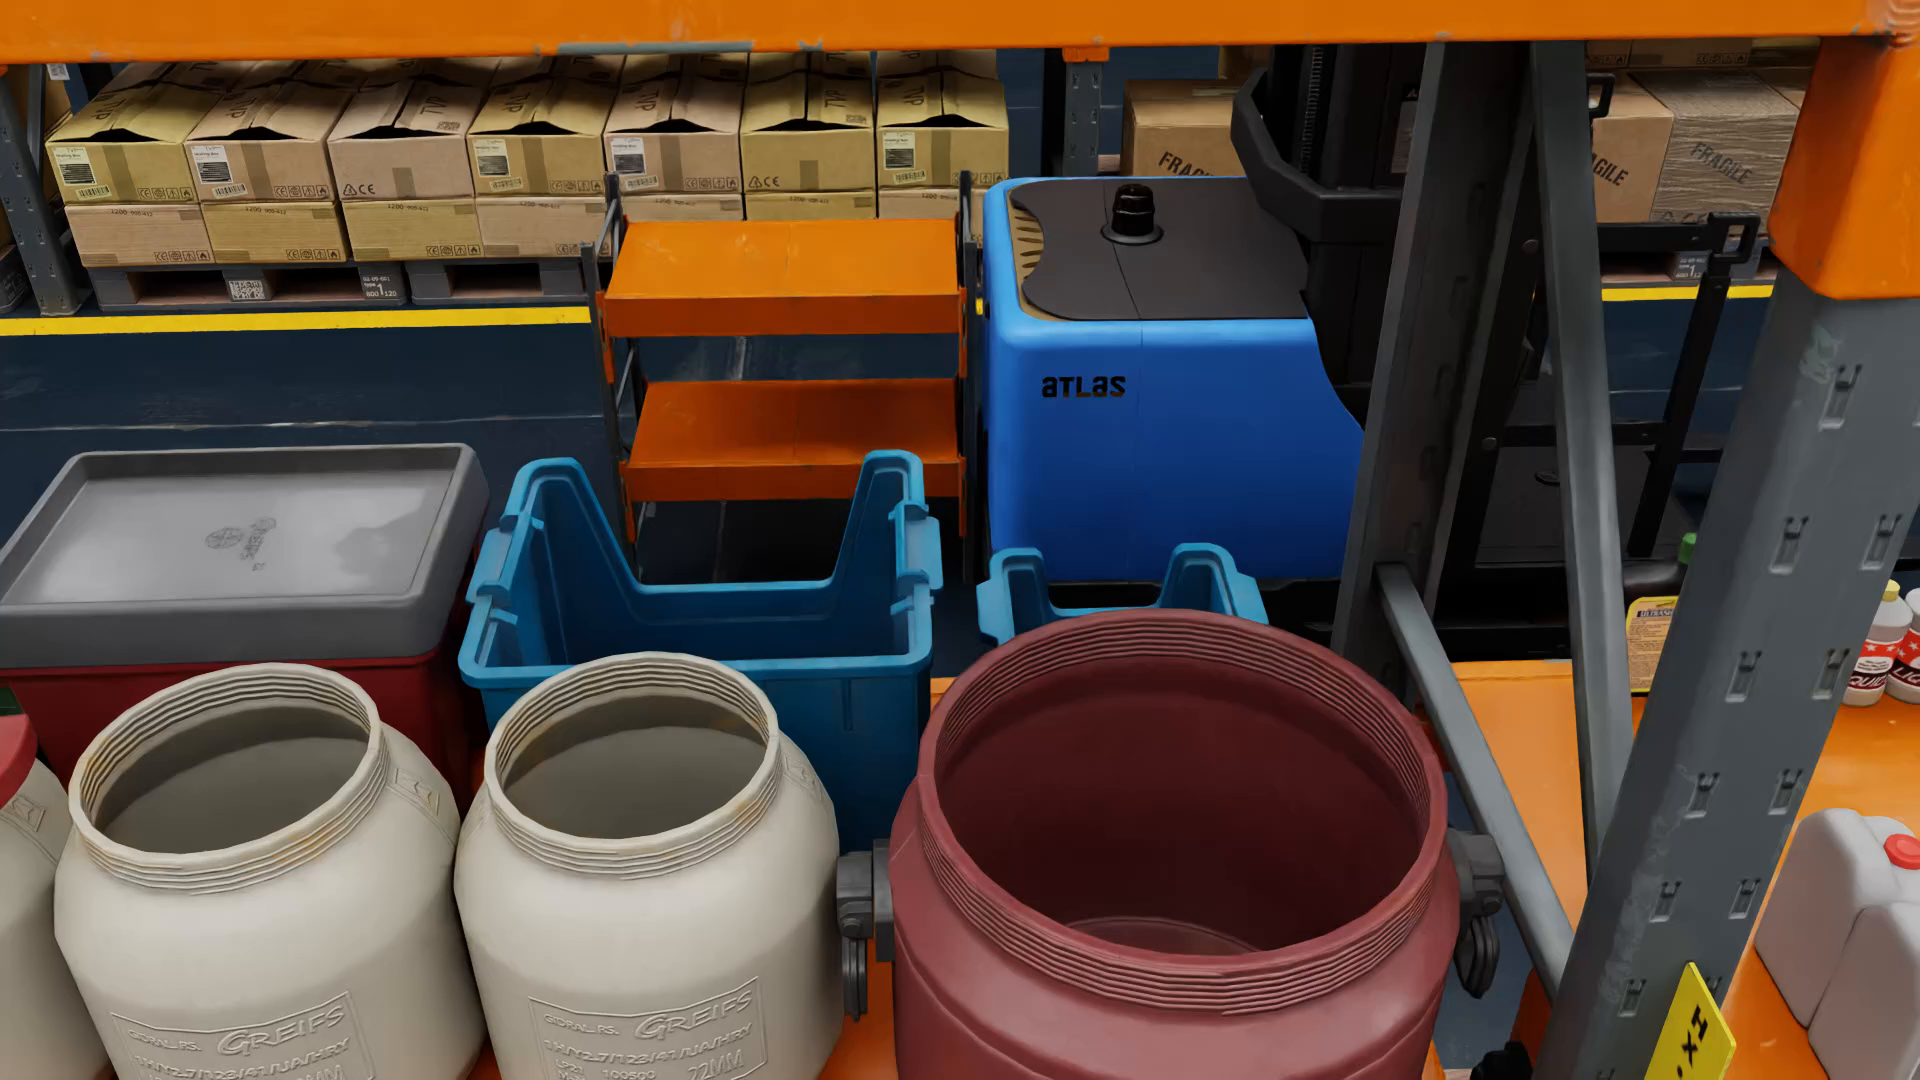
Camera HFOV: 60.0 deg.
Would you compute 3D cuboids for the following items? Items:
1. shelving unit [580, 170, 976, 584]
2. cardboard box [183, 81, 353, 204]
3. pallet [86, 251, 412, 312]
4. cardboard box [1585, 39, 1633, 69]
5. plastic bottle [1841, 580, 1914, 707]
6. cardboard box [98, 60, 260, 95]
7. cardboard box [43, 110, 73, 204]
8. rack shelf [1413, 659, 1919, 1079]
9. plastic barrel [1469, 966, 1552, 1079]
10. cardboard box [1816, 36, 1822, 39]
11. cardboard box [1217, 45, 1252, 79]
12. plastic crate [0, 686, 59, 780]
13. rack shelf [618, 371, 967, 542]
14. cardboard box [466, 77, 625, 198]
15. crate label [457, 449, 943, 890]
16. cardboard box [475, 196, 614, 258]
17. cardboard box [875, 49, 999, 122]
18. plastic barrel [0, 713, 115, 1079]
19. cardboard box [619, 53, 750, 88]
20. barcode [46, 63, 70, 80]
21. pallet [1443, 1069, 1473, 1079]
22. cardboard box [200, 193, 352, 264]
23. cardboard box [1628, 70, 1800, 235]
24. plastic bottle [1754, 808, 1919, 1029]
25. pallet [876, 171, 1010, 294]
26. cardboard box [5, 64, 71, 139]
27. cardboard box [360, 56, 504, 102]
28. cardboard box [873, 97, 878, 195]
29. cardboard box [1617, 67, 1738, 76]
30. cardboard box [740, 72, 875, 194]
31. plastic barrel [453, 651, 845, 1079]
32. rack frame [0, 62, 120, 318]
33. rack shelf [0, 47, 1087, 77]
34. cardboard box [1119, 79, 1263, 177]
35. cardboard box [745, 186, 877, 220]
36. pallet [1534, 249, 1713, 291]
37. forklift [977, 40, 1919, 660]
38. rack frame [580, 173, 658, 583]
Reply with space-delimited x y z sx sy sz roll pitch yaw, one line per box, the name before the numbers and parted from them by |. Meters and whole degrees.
shelving unit | -0.488 -0.462 4.929 1.048 1.125 0.538 -1 35 -1
cardboard box | -2.629 -1.540 6.393 0.500 0.311 0.500 -2 35 -3
pallet | -2.820 -1.282 6.917 1.213 0.211 1.003 -2 35 -2
cardboard box | 2.442 -2.149 6.870 0.500 0.250 0.500 -2 35 -3
plastic bottle | 1.403 0.150 2.571 0.097 0.201 0.097 0 35 0
cardboard box | -3.163 -1.833 6.818 0.500 0.311 0.500 -2 35 -2
cardboard box | -4.032 -1.589 6.957 0.500 0.250 0.500 -2 35 -2
rack shelf | 2.670 0.563 2.433 4.000 0.370 1.077 -2 35 -2
plastic barrel | 1.160 1.018 2.681 0.708 0.830 0.600 -2 35 -2
cardboard box | 3.942 -1.881 7.142 0.500 0.500 0.500 -3 35 -4
cardboard box | 1.365 -1.806 7.034 0.500 0.500 0.500 0 35 0
plastic crate | -1.597 0.309 2.355 0.662 0.188 0.450 -2 35 -2
rack shelf | -0.488 -0.261 5.068 1.000 0.278 0.538 -1 35 -1
cardboard box | -1.594 -1.571 6.439 0.500 0.311 0.500 -1 35 -1
crate label | -0.333 0.179 2.324 0.616 0.435 0.502 -2 35 -2
cardboard box | -1.603 -1.341 6.599 0.500 0.250 0.500 -1 35 -1
cardboard box | -0.096 -1.920 6.943 0.500 0.311 0.500 0 35 -1
plastic barrel | -1.192 0.440 1.858 0.433 0.535 0.433 0 35 0
cardboard box | -1.129 -1.889 6.898 0.500 0.311 0.500 -2 35 -4
barcode | -3.279 -1.705 6.044 0.075 0.075 0.001 -2 35 -2
pallet | 1.458 1.423 3.009 1.213 0.211 1.003 -2 35 -2
cardboard box | -2.629 -1.312 6.557 0.500 0.250 0.500 -1 35 -1
cardboard box | 2.962 -1.558 6.675 0.500 0.500 0.500 -1 35 -2
plastic bottle | 1.113 0.458 2.062 0.135 0.276 0.152 -2 35 -2
pallet | -0.383 -1.348 7.012 1.213 0.211 1.003 -2 35 -2
cardboard box | -4.032 -1.903 6.752 0.500 0.500 0.500 -2 35 -2
cardboard box | -2.145 -1.863 6.861 0.500 0.311 0.500 -2 35 -2
cardboard box | -0.598 -1.676 7.082 0.500 0.250 0.500 -2 35 -4
cardboard box | 2.910 -1.851 7.099 0.500 0.500 0.500 -1 35 -2
cardboard box | -0.589 -1.596 6.474 0.500 0.311 0.500 -2 35 -3
plastic barrel | -0.345 0.424 1.903 0.421 0.512 0.421 0 35 0
rack frame | -3.554 -2.387 6.063 0.127 3.000 1.000 -2 35 -2
rack shelf | -1.556 -2.145 6.346 4.000 0.370 1.077 -2 35 -2
cardboard box | 0.910 -1.498 6.588 0.500 0.500 0.500 0 35 0
cardboard box | -0.587 -1.368 6.638 0.500 0.250 0.500 -2 35 -3
pallet | 2.405 -1.378 7.056 1.213 0.211 1.003 -2 35 -2
forklift | 1.582 -1.147 4.331 3.031 2.935 1.130 -1 35 -1
rack frame | -0.996 -0.454 4.917 0.032 1.125 0.500 -1 35 -1
